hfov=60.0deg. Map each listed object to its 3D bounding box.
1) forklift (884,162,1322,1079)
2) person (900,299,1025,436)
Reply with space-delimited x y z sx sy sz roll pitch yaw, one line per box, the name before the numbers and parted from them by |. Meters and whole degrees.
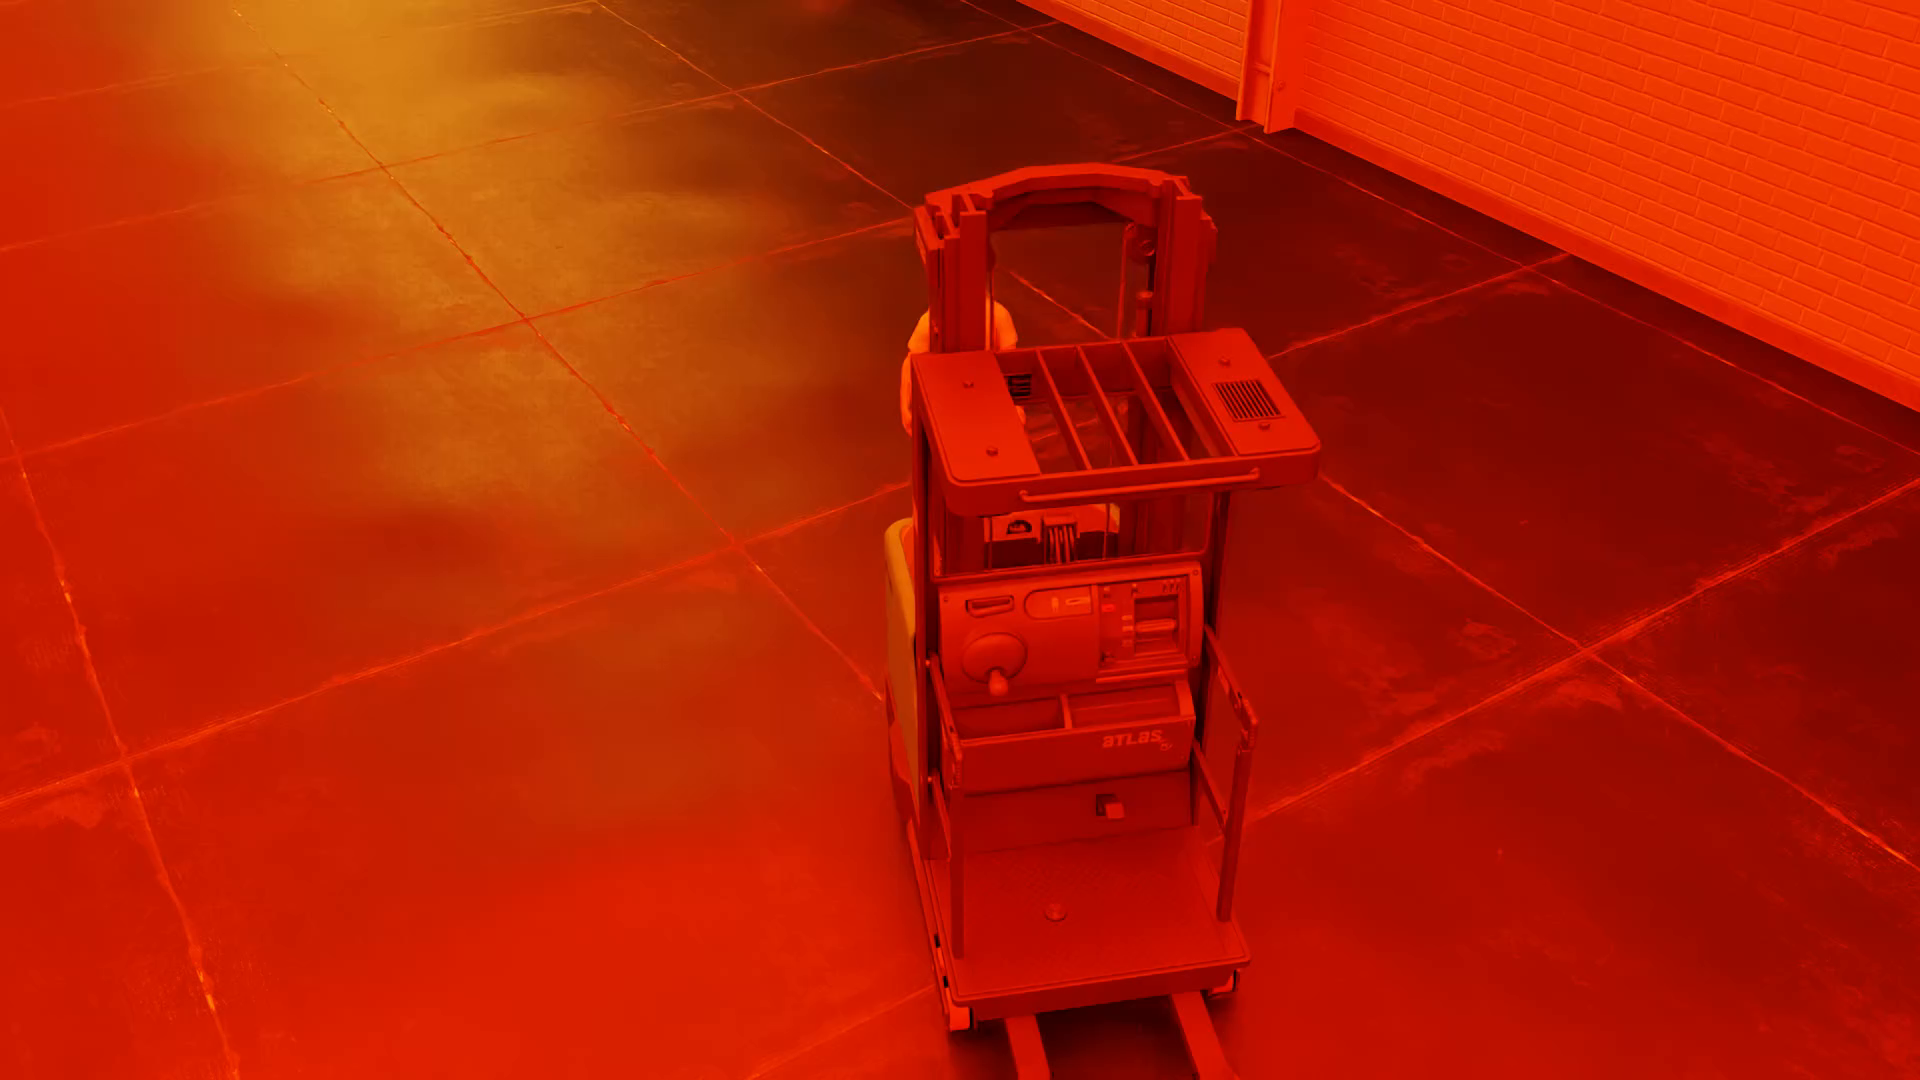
forklift | 0.430 0.377 5.611 1.130 2.935 3.031 -6 36 -8
person | 0.019 -0.575 8.104 0.606 1.645 0.608 -3 35 -4
